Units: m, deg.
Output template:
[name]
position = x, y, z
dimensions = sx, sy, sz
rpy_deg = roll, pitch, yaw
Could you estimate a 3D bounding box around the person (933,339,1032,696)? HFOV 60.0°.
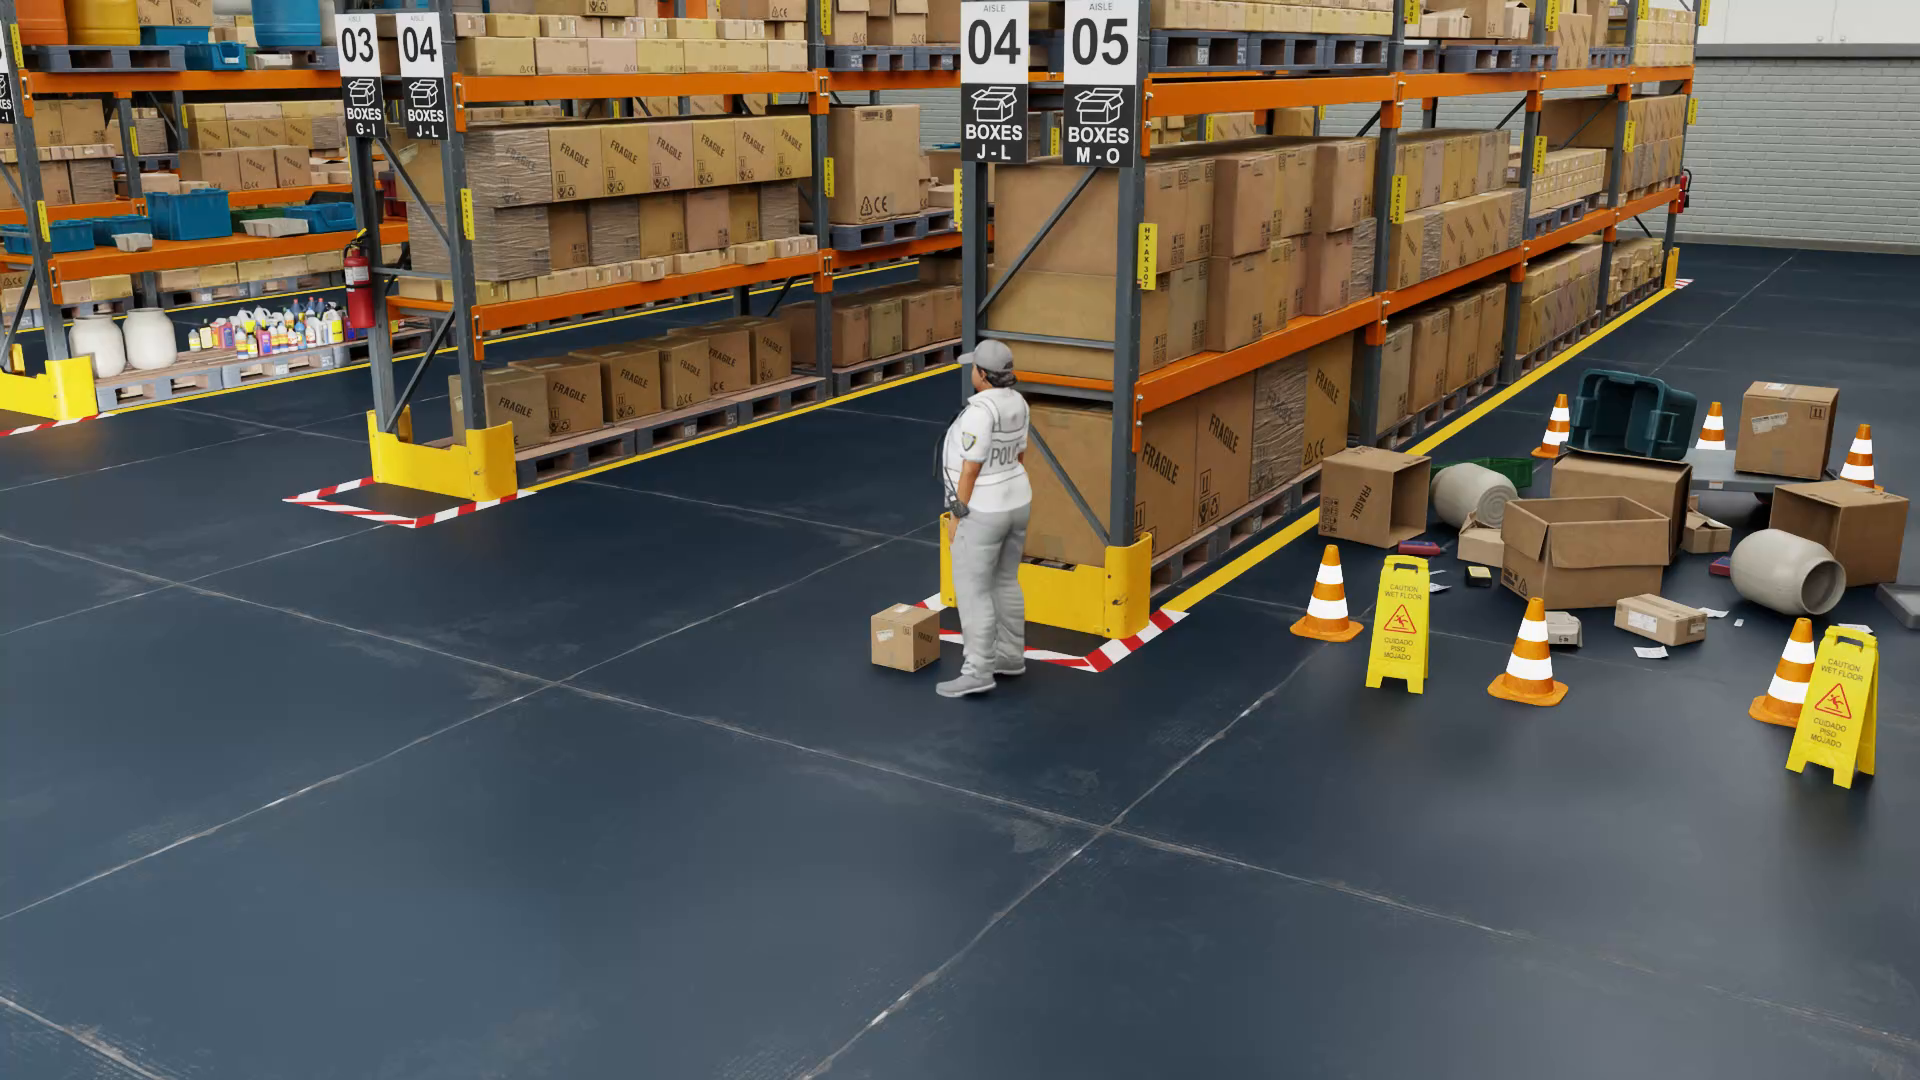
[person]
position = 0.117, -0.110, 7.902
dimensions = 0.382, 1.690, 0.518
rpy_deg = 10, 19, 32
